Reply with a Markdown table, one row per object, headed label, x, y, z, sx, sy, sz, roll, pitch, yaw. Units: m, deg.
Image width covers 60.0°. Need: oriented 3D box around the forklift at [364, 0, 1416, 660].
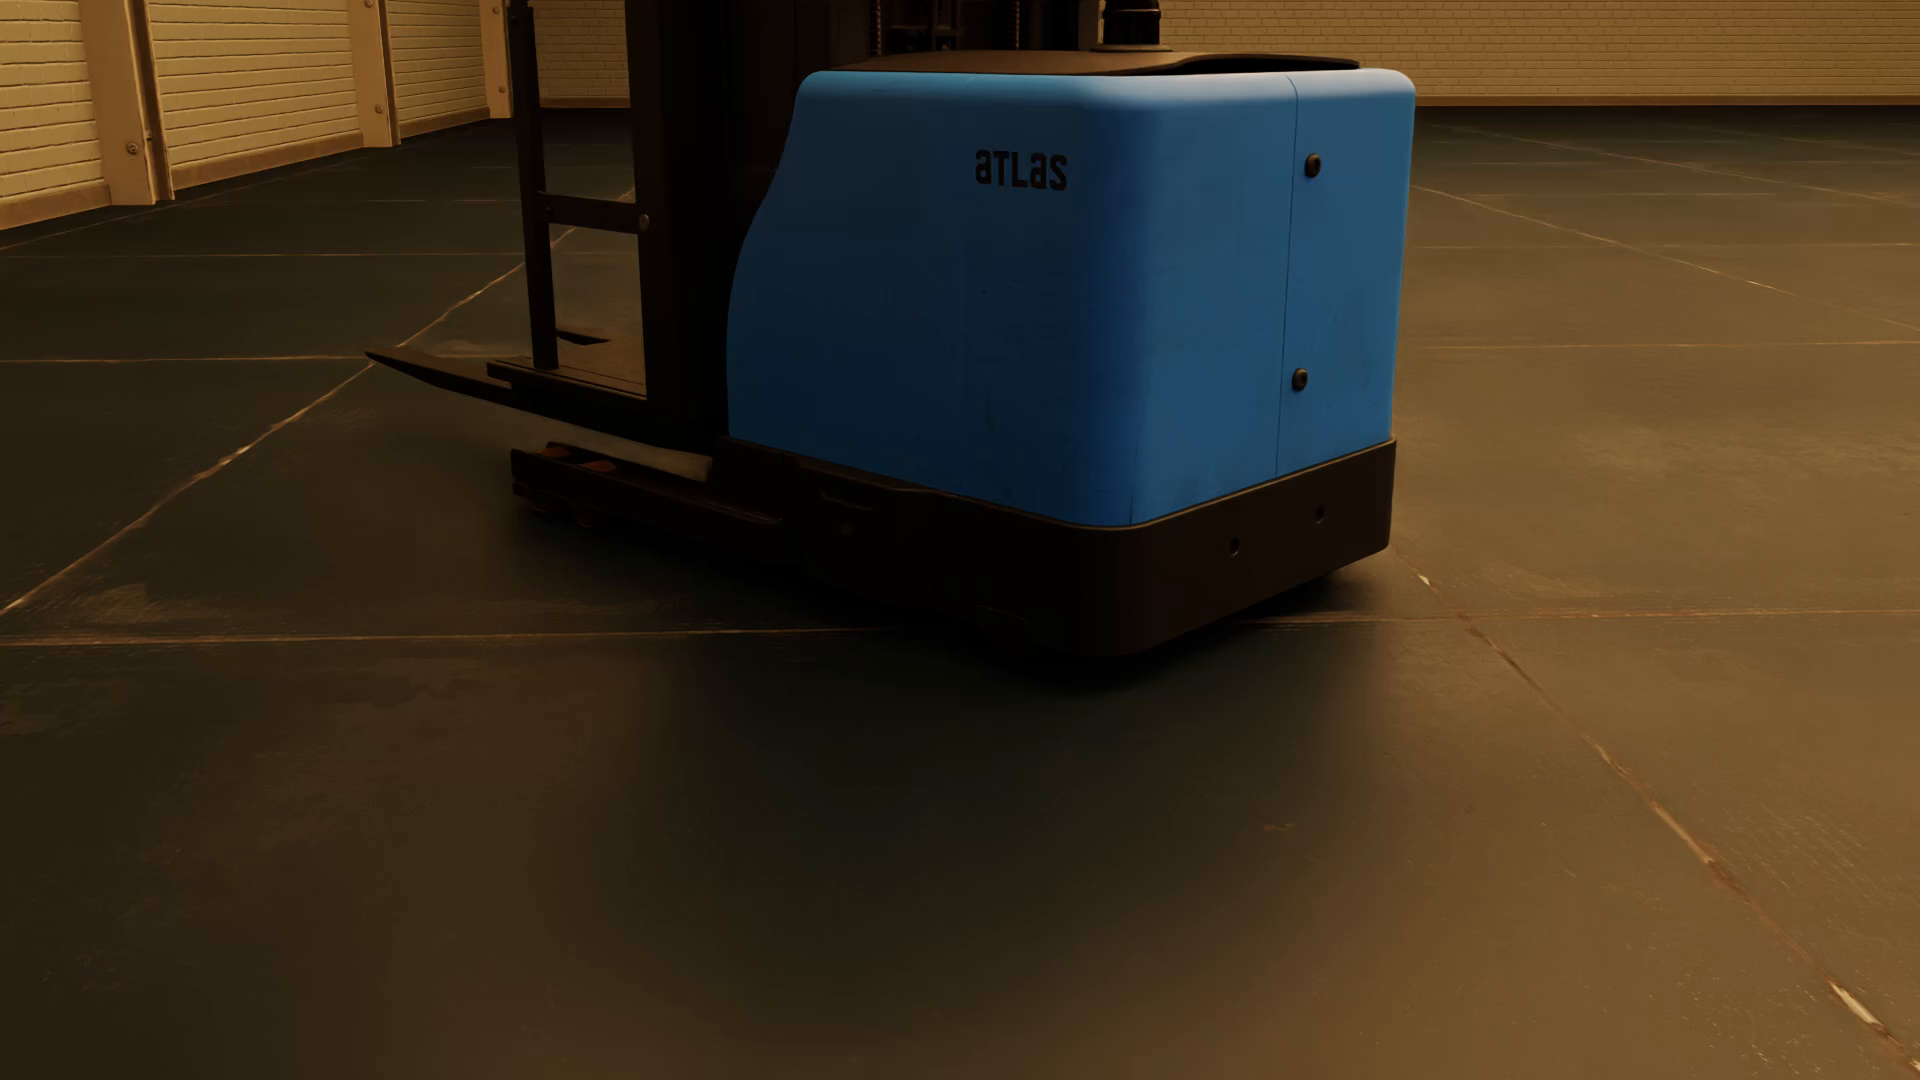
| label | x | y | z | sx | sy | sz | roll | pitch | yaw |
| --- | --- | --- | --- | --- | --- | --- | --- | --- | --- |
| forklift | -0.474 | -1.526 | 3.895 | 3.031 | 2.935 | 1.130 | 16 | 23 | 41 |
